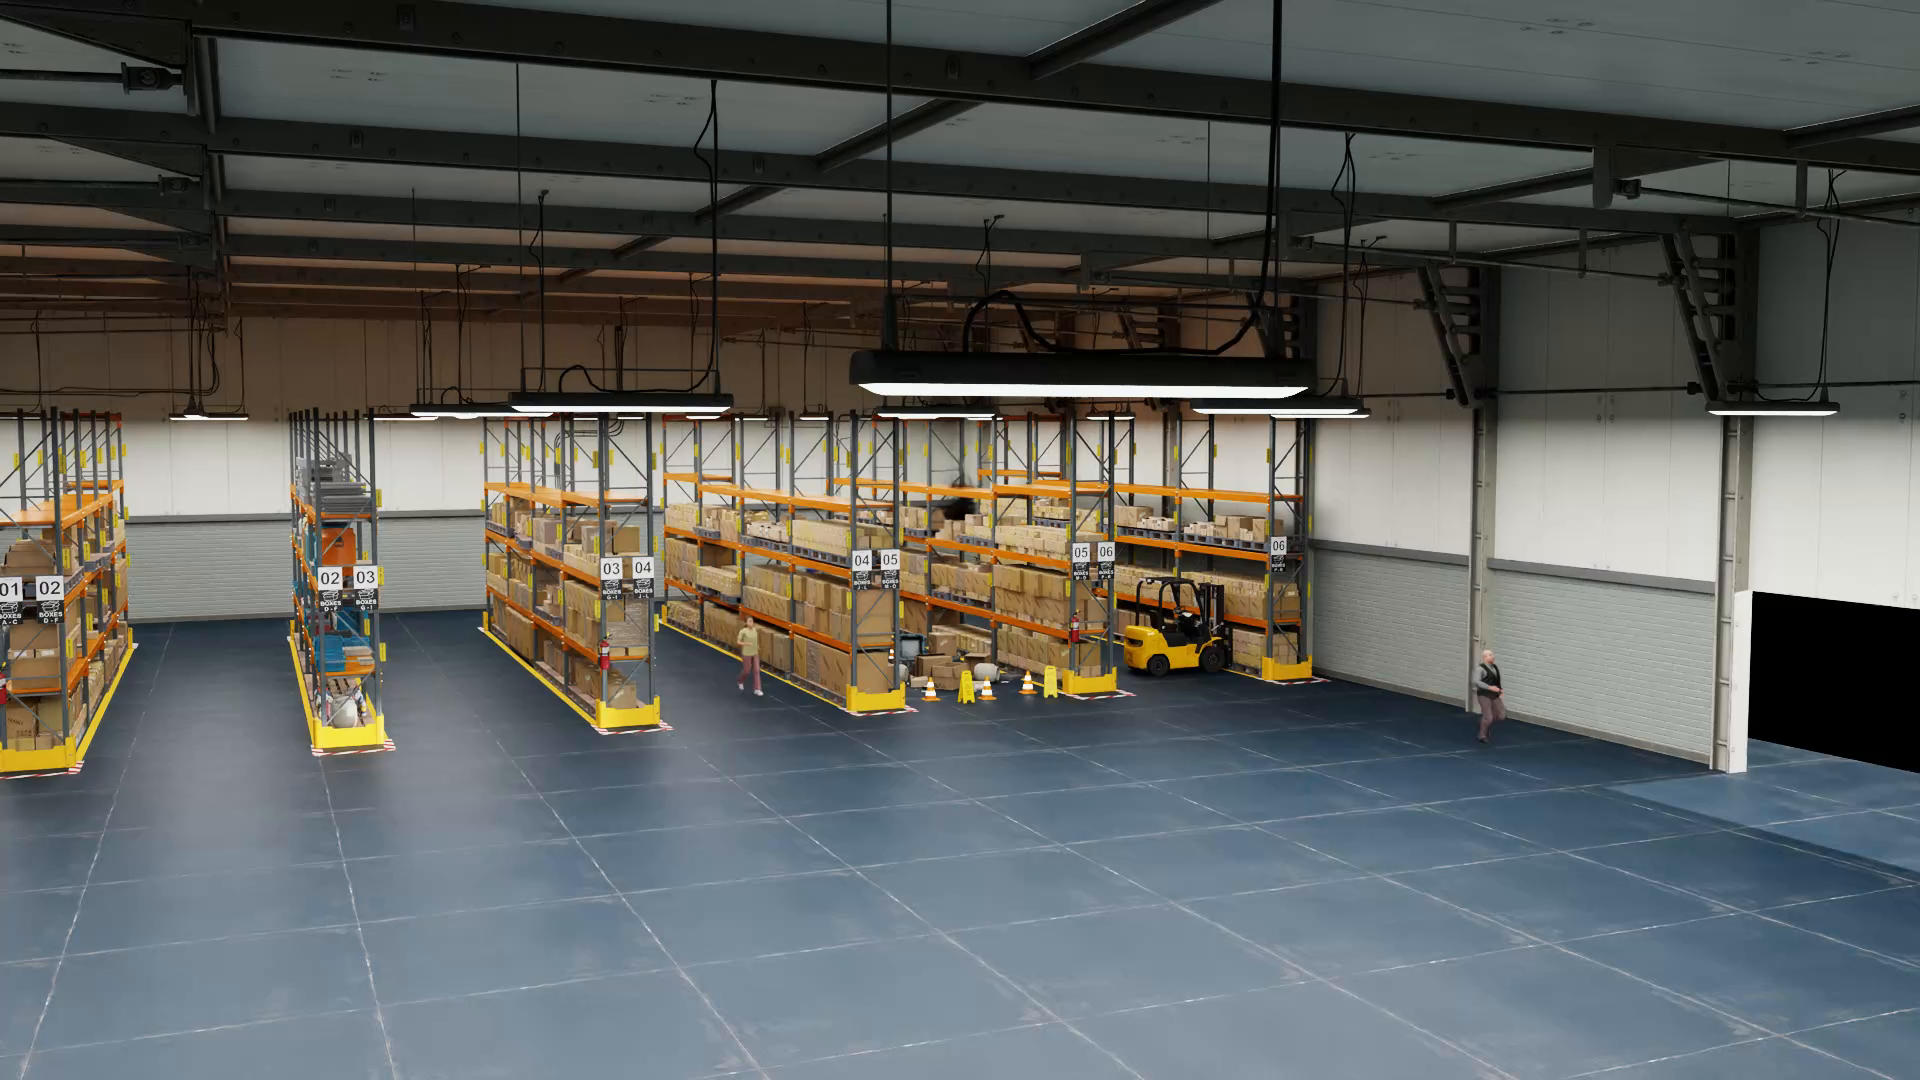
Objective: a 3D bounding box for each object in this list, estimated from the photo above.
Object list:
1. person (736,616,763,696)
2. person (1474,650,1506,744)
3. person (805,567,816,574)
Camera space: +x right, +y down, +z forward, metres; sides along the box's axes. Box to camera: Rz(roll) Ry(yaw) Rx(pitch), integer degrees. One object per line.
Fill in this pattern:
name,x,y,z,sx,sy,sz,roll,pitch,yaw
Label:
person,-4.392,2.409,34.899,0.580,1.639,0.944,-3,5,-35
person,9.479,2.804,29.689,0.653,1.680,0.568,-2,5,-31
person,-4.610,1.358,51.089,0.661,1.655,0.612,-1,4,-12
